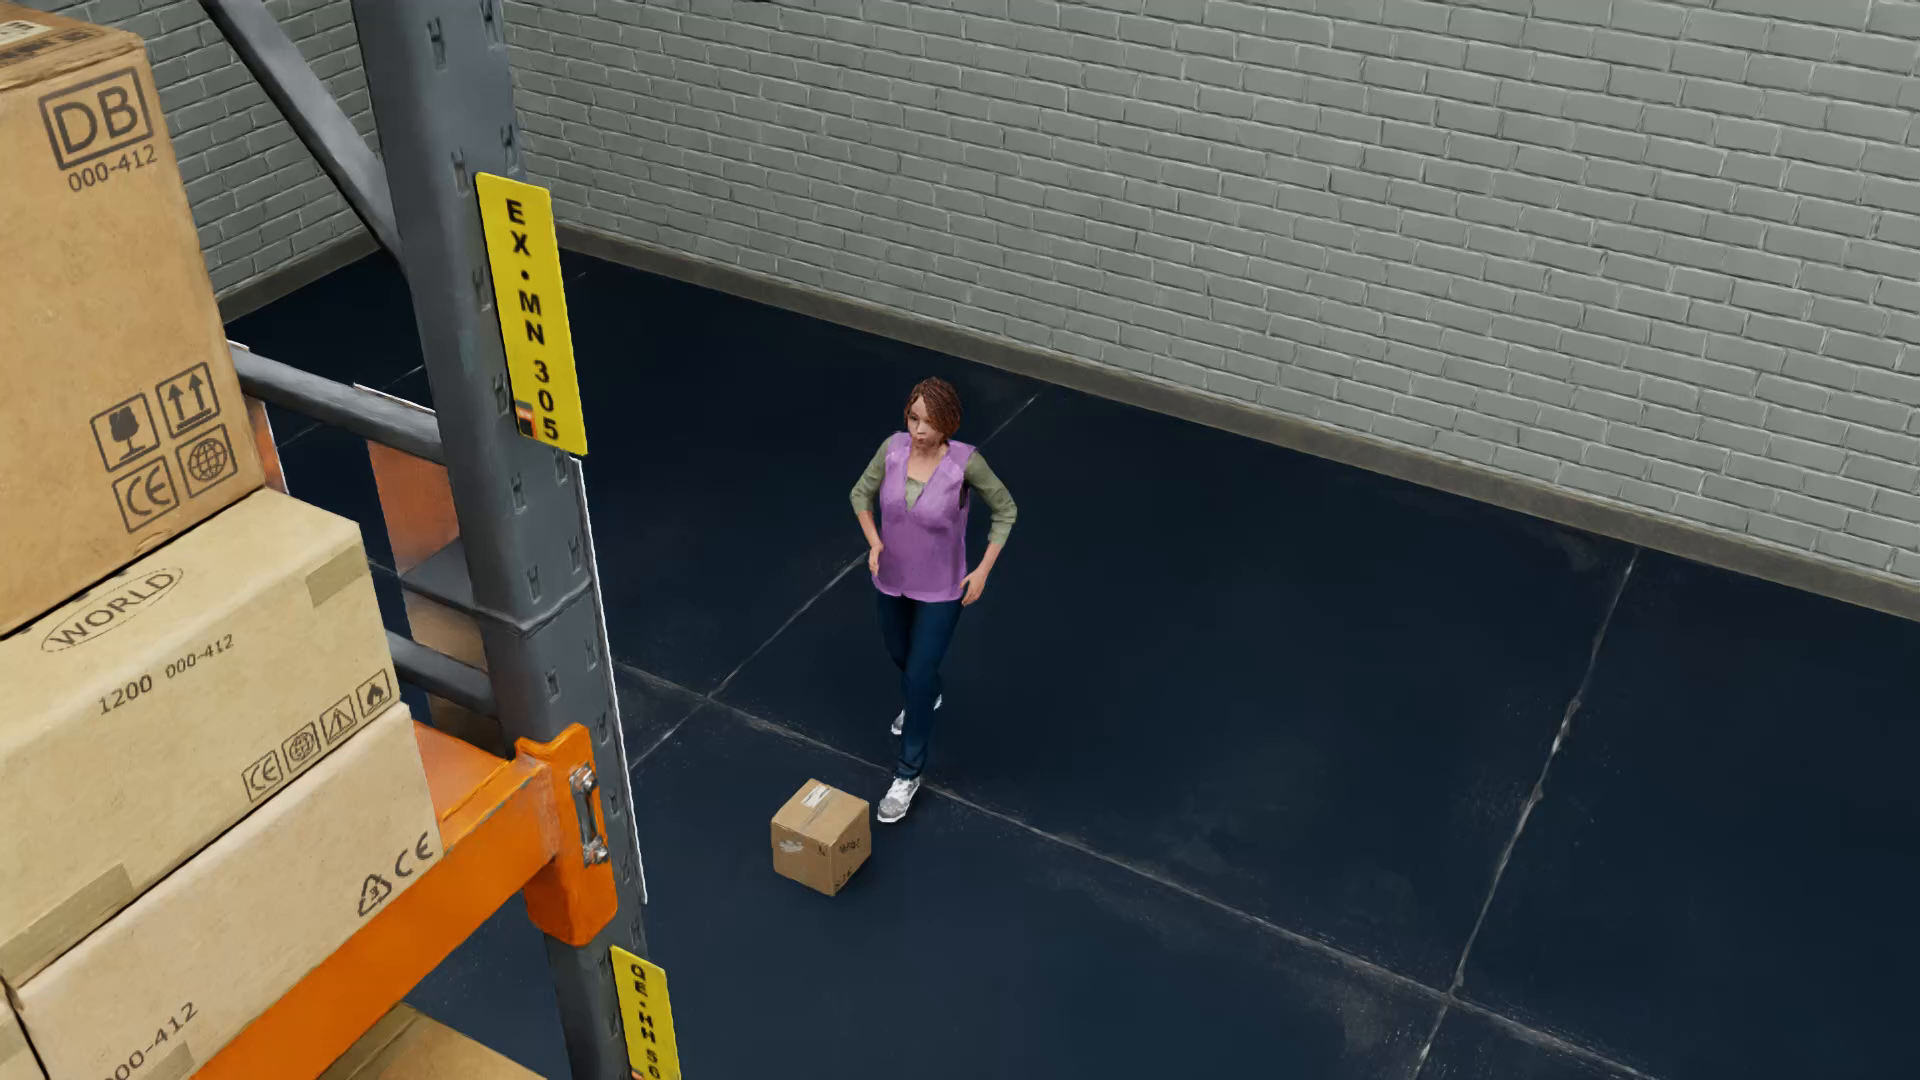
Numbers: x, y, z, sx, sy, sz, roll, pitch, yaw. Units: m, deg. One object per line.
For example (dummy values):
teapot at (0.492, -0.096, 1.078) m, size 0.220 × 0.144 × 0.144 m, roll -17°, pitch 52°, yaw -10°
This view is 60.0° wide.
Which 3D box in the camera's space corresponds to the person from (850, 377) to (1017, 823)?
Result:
person at (-0.171, 0.198, 5.843) m, size 0.586 × 1.581 × 0.704 m, roll 14°, pitch 37°, yaw 20°
